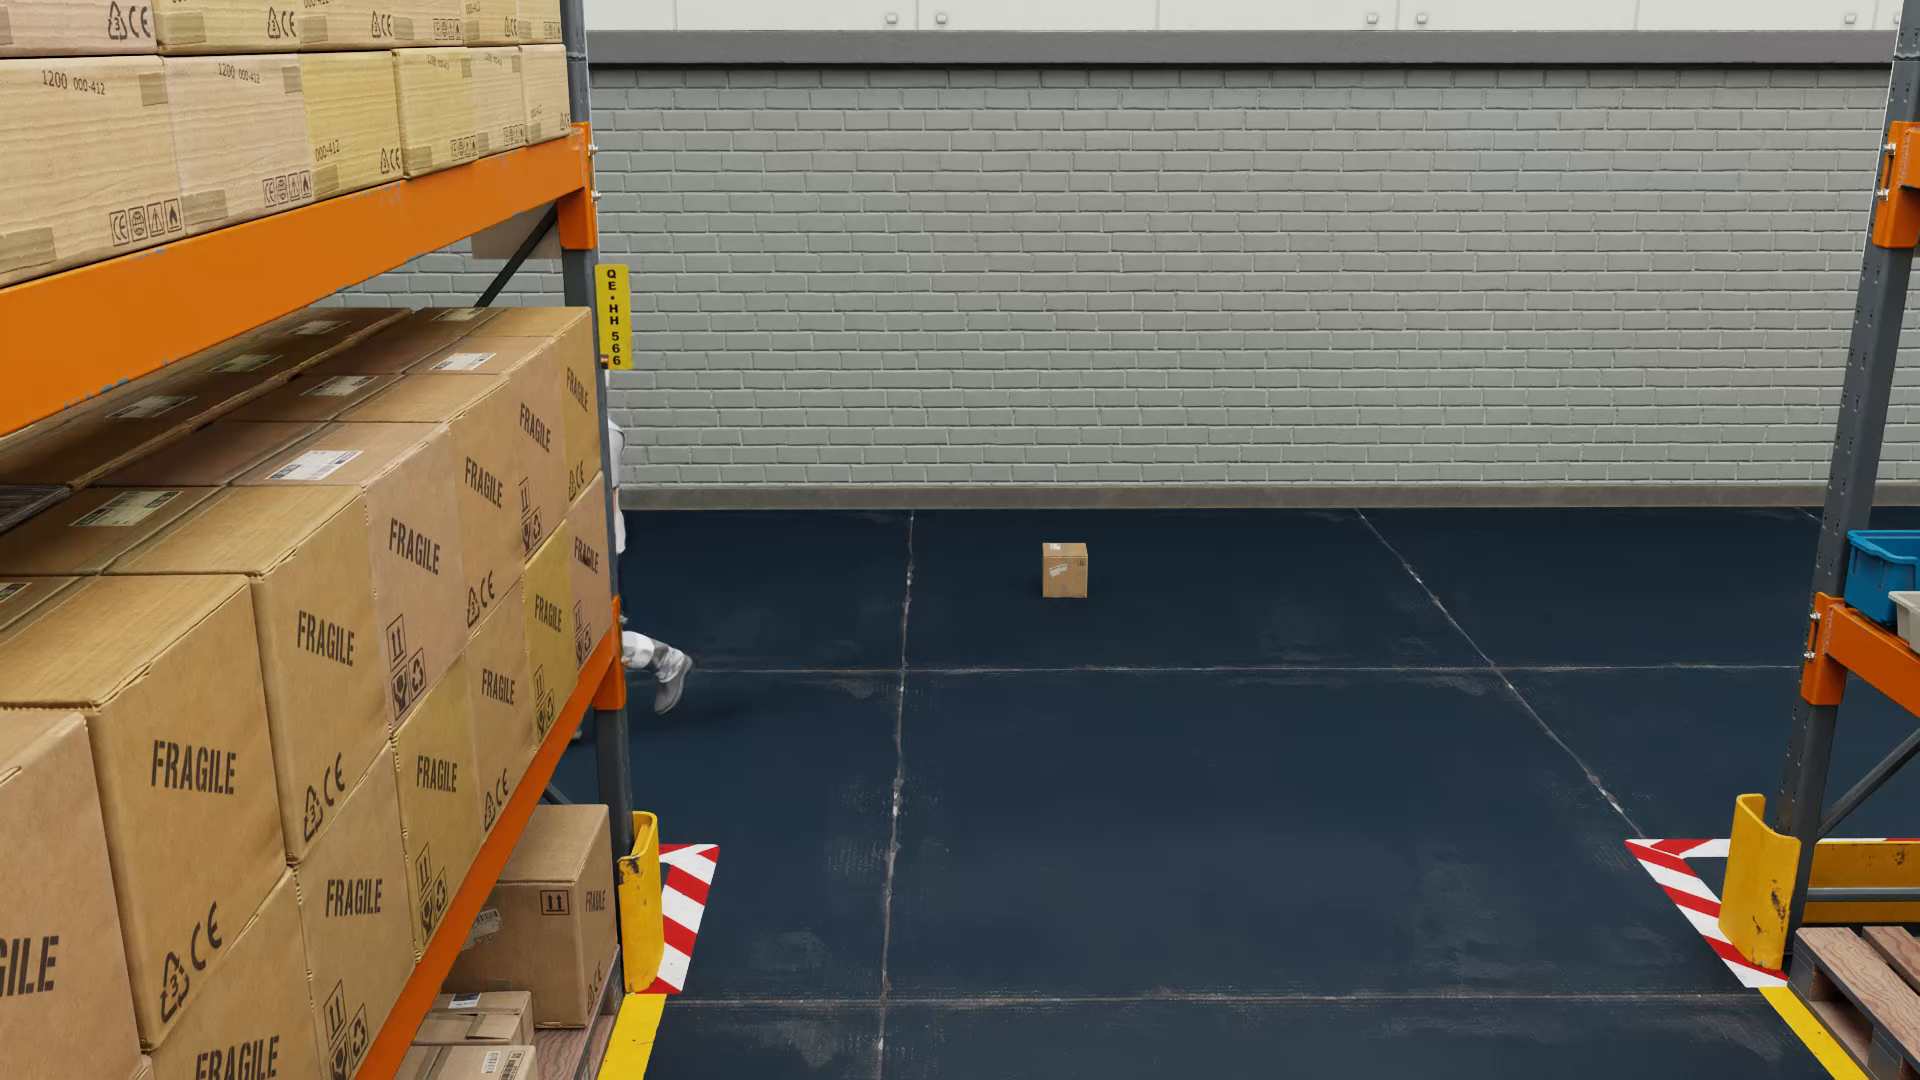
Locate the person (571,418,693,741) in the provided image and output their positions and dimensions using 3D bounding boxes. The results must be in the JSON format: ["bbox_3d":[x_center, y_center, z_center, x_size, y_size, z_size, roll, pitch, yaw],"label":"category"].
[{"bbox_3d":[-1.612,0.035,7.328,0.798,1.767,0.548,-13,21,-37],"label":"person"}]
